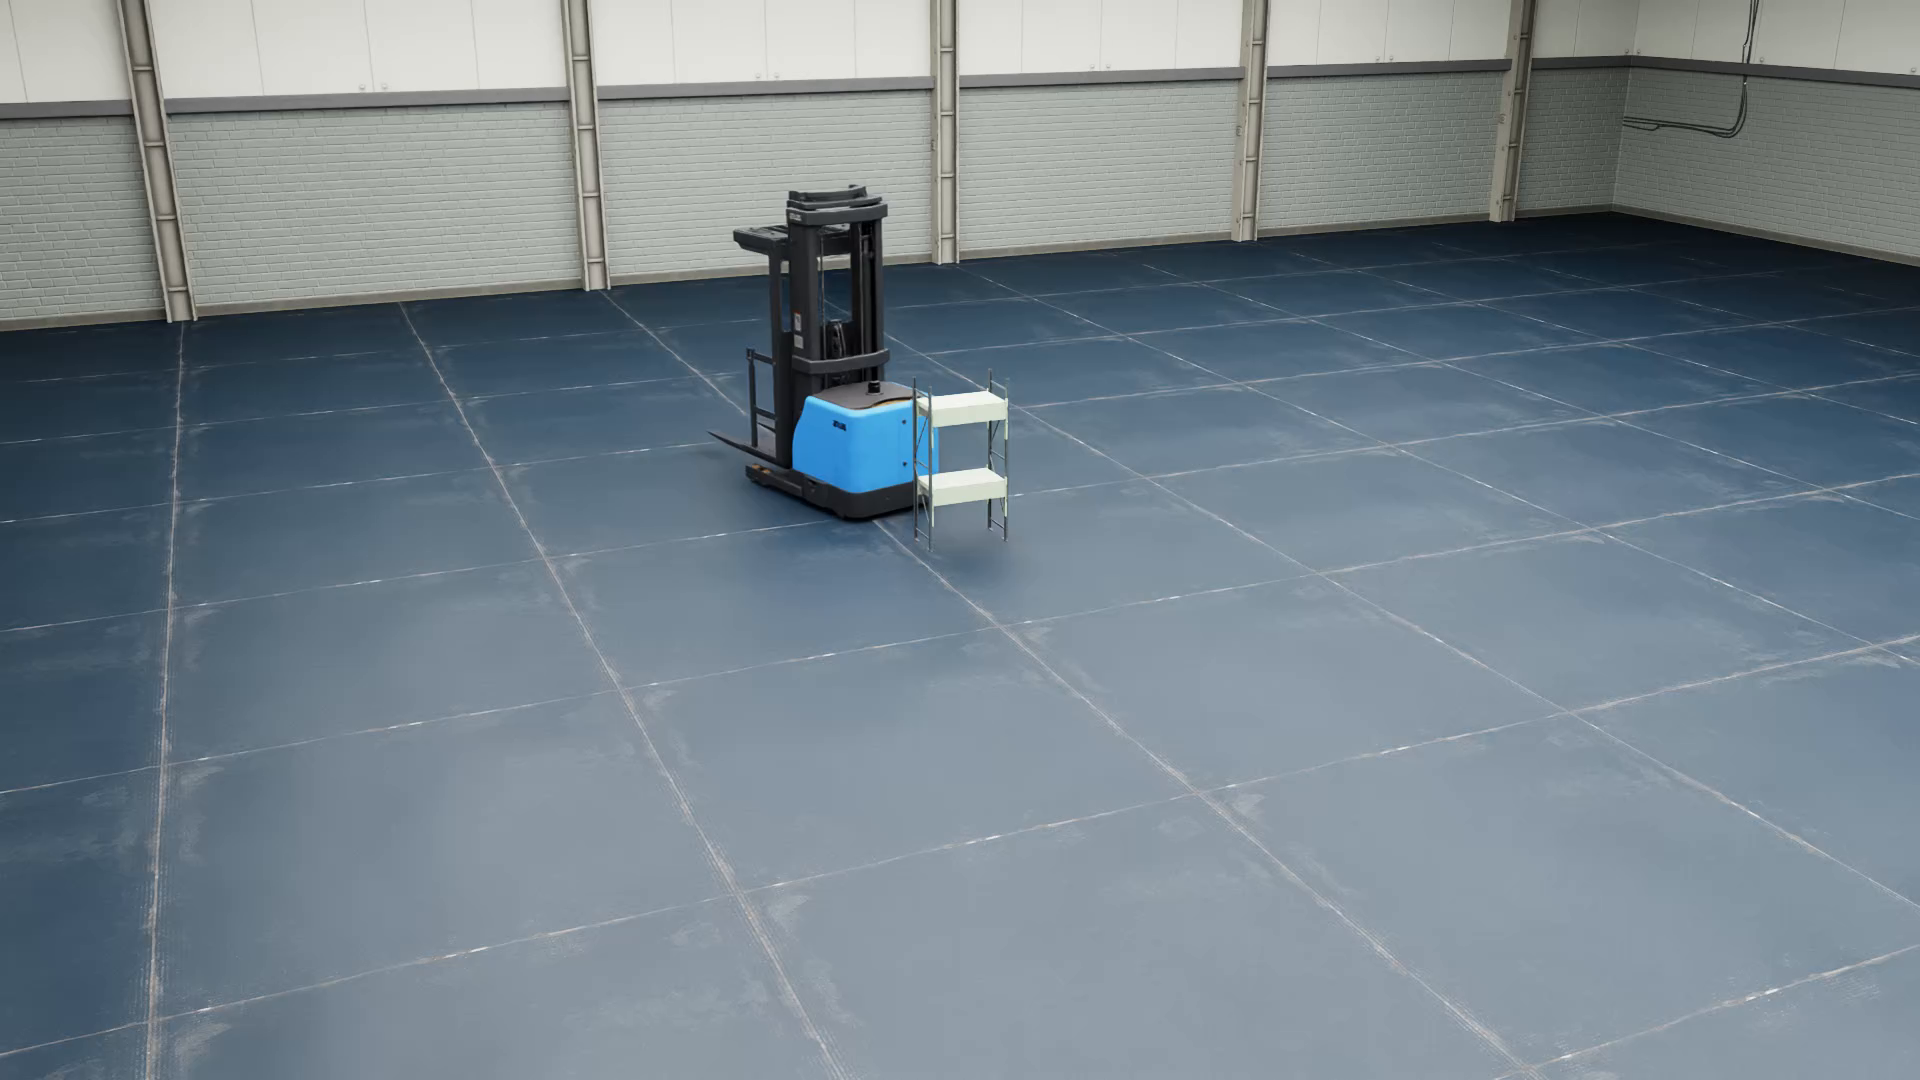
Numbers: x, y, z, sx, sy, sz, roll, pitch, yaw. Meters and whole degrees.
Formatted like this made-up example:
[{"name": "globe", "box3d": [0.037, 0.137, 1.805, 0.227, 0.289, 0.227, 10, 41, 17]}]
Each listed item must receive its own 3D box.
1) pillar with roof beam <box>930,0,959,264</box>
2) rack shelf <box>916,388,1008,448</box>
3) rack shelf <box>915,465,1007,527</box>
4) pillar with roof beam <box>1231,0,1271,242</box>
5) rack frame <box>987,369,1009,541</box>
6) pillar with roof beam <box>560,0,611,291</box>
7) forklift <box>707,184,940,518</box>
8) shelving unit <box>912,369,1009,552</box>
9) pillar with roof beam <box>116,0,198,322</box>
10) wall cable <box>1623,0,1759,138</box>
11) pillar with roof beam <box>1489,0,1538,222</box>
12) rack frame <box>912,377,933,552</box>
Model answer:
[{"name": "pillar with roof beam", "box3d": [1.453, -7.709, 23.367, 0.400, 9.000, 9.100, -8, 21, -22]}, {"name": "rack shelf", "box3d": [0.006, -1.076, 14.646, 0.720, 0.370, 0.431, -8, 21, -22]}, {"name": "rack shelf", "box3d": [0.006, -0.401, 14.884, 0.720, 0.370, 0.431, -8, 21, -22]}, {"name": "pillar with roof beam", "box3d": [6.963, -8.498, 25.608, 0.400, 9.000, 9.100, -8, 21, -22]}, {"name": "rack frame", "box3d": [0.342, -0.756, 14.912, 0.023, 1.500, 0.400, -8, 21, -22]}, {"name": "pillar with roof beam", "box3d": [-4.056, -6.920, 21.125, 0.400, 9.000, 9.100, -8, 21, -22]}, {"name": "forklift", "box3d": [-1.491, -2.006, 16.306, 1.130, 2.935, 3.031, -15, 24, -36]}, {"name": "shelving unit", "box3d": [0.006, -0.708, 14.775, 0.755, 1.500, 0.431, -8, 21, -22]}, {"name": "pillar with roof beam", "box3d": [-9.565, -6.130, 18.883, 0.400, 9.000, 9.100, -8, 21, -22]}, {"name": "wall cable", "box3d": [13.995, -9.120, 32.050, 0.112, 2.526, 3.097, -8, 21, -22]}, {"name": "pillar with roof beam", "box3d": [12.472, -9.288, 27.850, 0.400, 9.000, 9.100, -8, 21, -22]}, {"name": "rack frame", "box3d": [-0.330, -0.660, 14.639, 0.023, 1.500, 0.400, -8, 21, -22]}]
